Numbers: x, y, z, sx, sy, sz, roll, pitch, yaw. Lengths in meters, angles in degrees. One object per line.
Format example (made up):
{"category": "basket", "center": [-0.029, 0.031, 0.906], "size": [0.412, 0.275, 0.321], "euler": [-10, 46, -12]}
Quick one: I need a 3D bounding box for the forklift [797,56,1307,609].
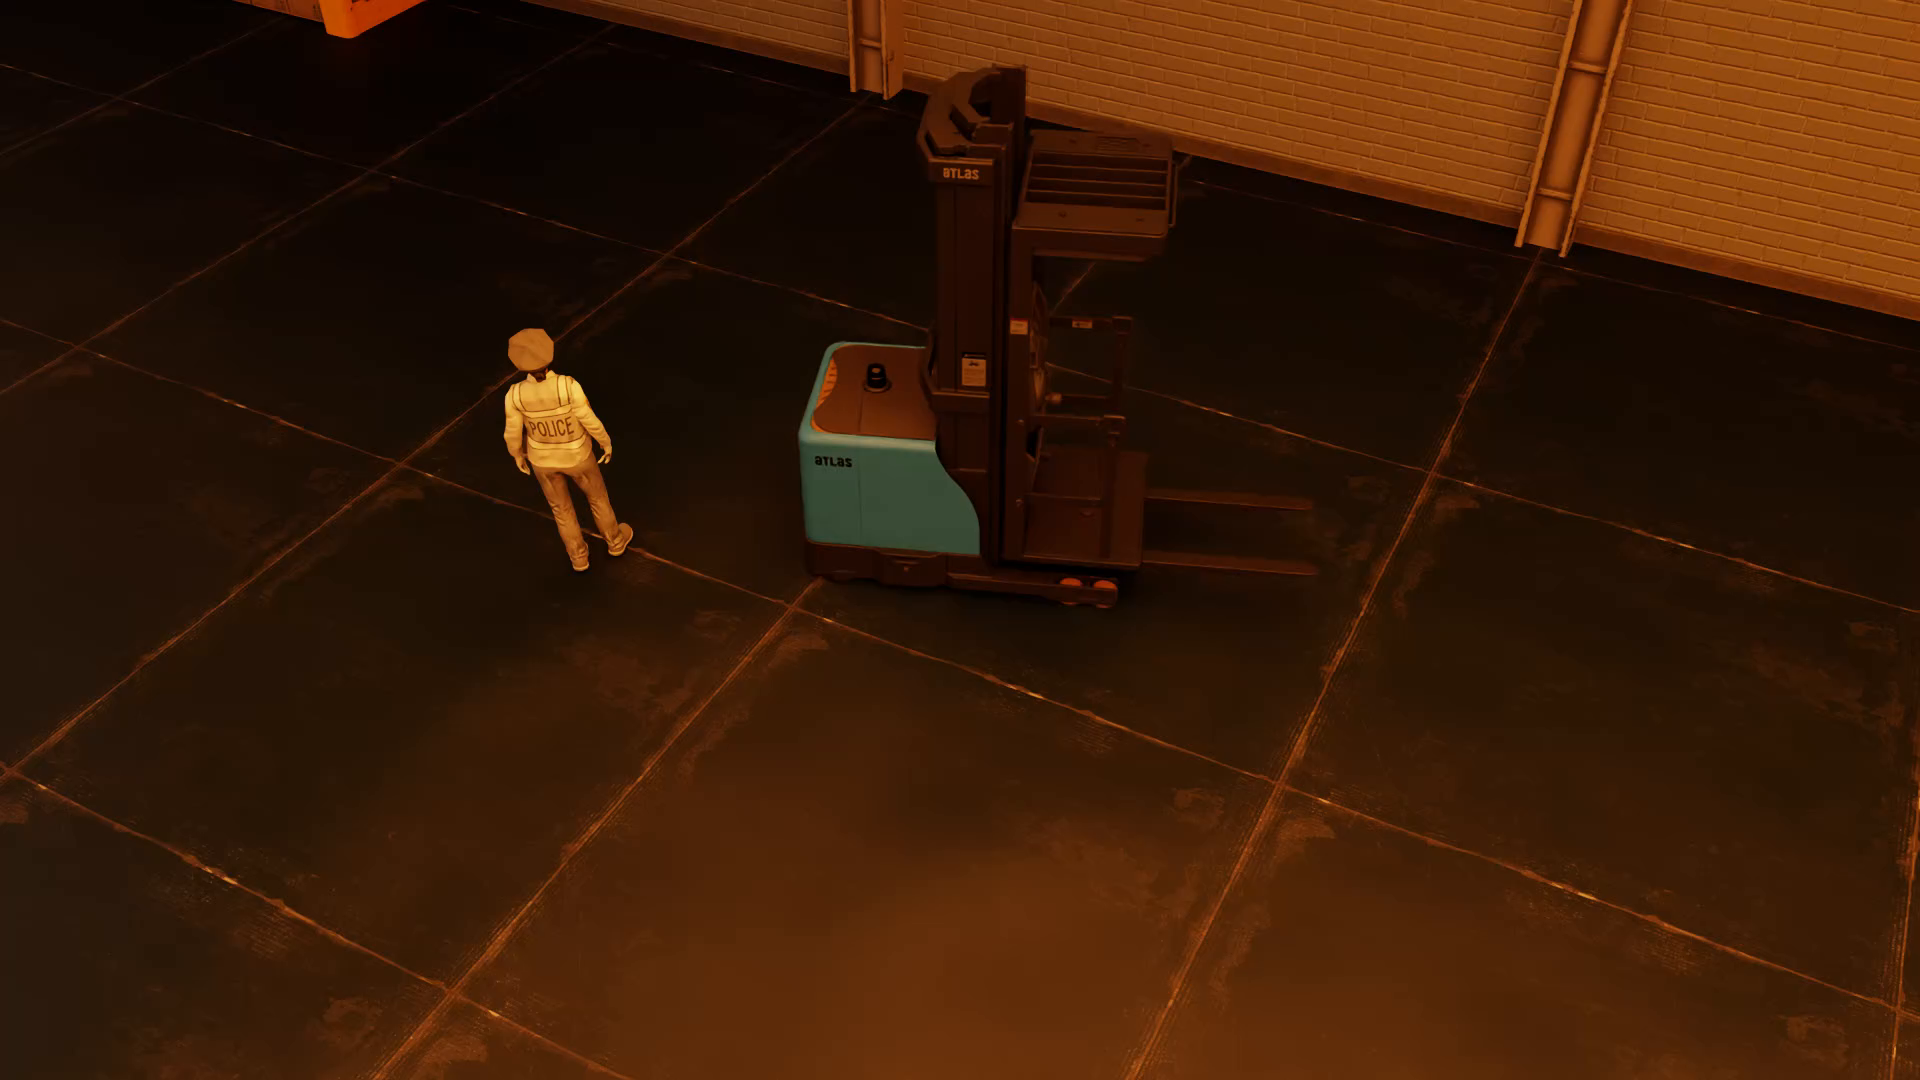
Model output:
{"category": "forklift", "center": [0.607, -1.243, 9.462], "size": [3.031, 2.935, 1.130], "euler": [-10, 41, -12]}

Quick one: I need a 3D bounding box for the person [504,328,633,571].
{"category": "person", "center": [-2.290, -0.535, 9.571], "size": [0.585, 1.694, 0.532], "euler": [-4, 40, -5]}
